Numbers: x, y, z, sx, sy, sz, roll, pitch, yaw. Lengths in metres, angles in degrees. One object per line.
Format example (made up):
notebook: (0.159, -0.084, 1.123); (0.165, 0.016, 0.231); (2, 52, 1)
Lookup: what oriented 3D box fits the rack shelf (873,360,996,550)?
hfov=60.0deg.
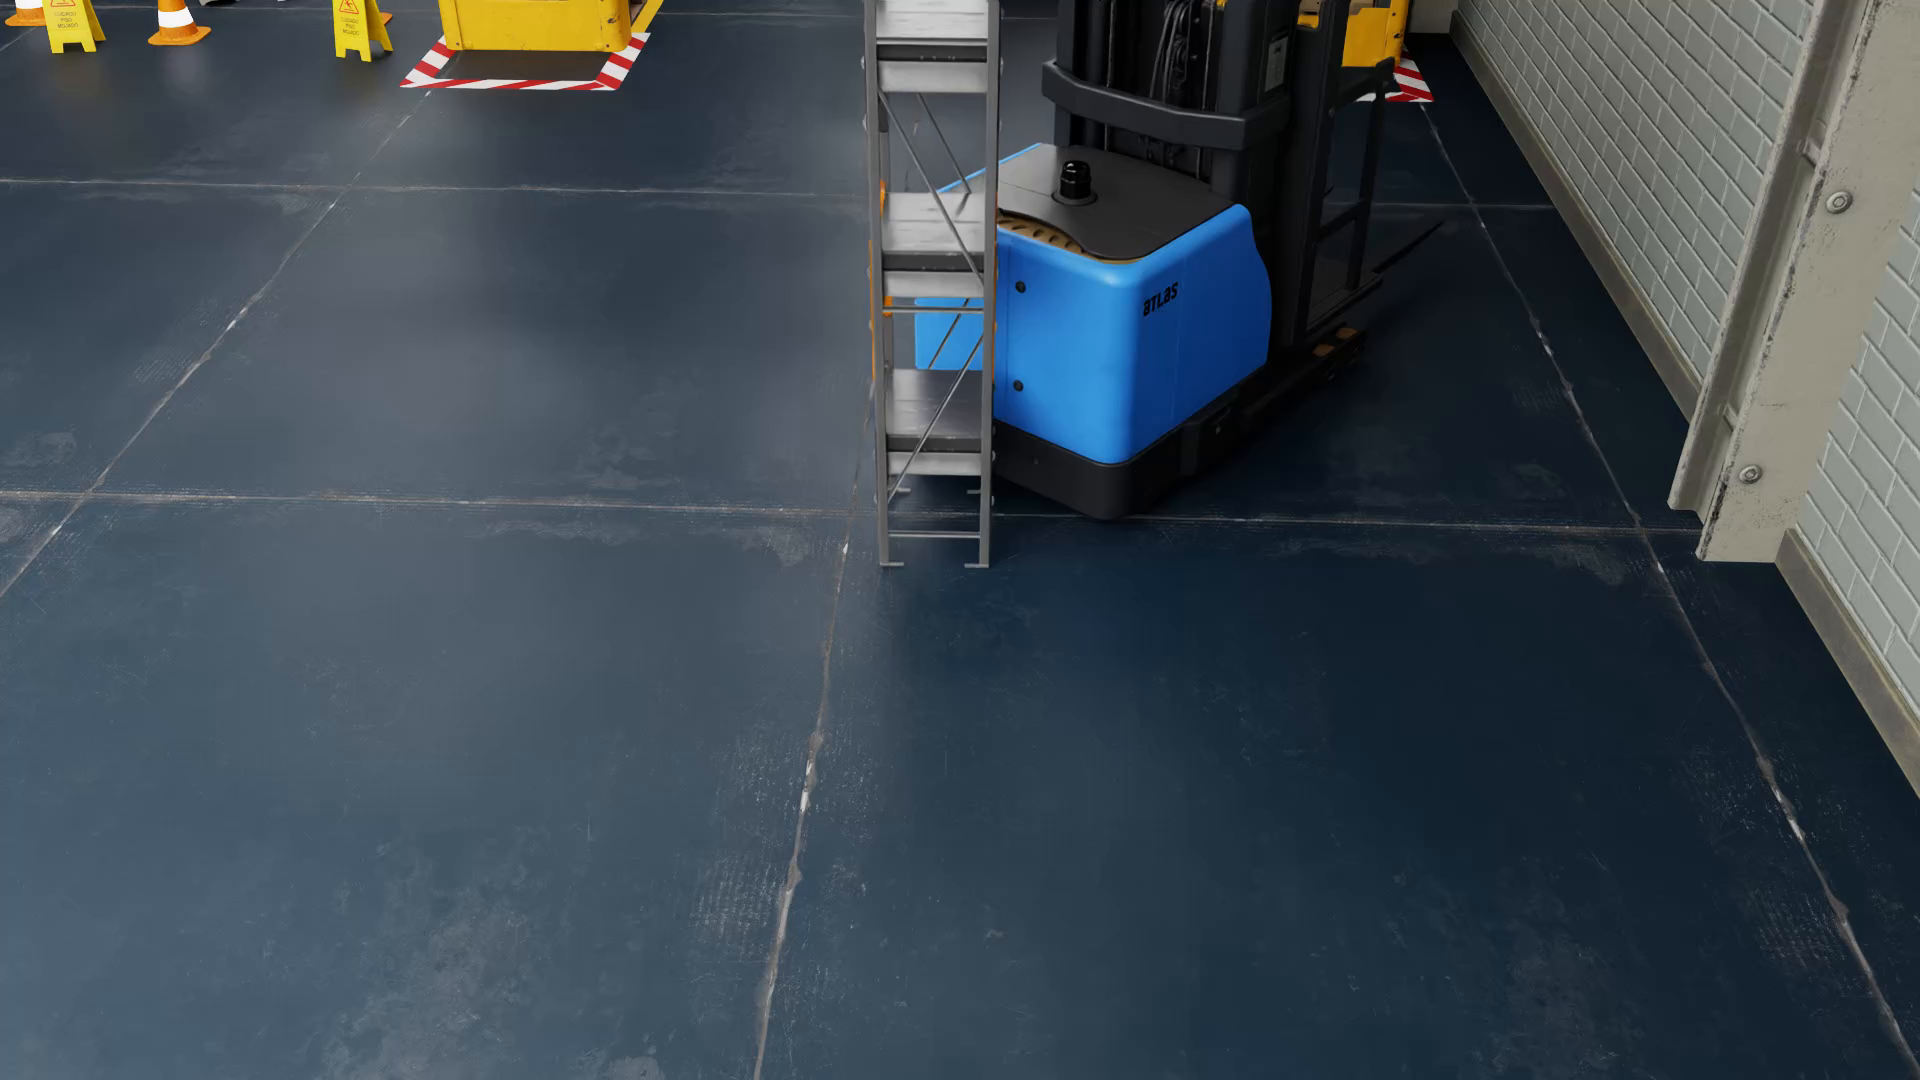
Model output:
rack shelf: (-0.087, -0.318, 6.111); (0.431, 0.518, 0.480); (1, 36, 1)

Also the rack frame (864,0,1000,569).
rack frame: (-0.089, -0.756, 5.498); (0.400, 2.100, 0.015); (1, 36, 1)

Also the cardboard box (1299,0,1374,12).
cardboard box: (2.422, -3.654, 10.867); (0.500, 0.250, 0.500); (1, 35, 2)

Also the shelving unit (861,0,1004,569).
shelving unit: (-0.083, -0.898, 5.696); (0.431, 2.100, 0.503); (1, 36, 1)

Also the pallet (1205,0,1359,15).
pallet: (2.196, -3.629, 11.230); (1.003, 0.211, 1.213); (1, 35, 2)

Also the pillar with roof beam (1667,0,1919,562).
pillar with roof beam: (-1.407, -3.816, 3.853); (9.100, 9.000, 0.400); (1, 35, 2)

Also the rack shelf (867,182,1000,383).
rack shelf: (-0.083, -0.887, 5.704); (0.431, 0.518, 0.480); (1, 36, 1)

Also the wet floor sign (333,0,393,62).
wet floor sign: (-3.830, -3.395, 10.519); (0.267, 0.644, 0.232); (13, 37, 18)

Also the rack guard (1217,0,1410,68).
rack guard: (2.206, -3.293, 10.501); (1.175, 0.500, 0.348); (1, 35, 2)

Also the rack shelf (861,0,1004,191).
rack shelf: (-0.079, -1.457, 5.297); (0.431, 0.518, 0.480); (1, 36, 1)

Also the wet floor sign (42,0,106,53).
wet floor sign: (-5.726, -3.473, 10.630); (0.267, 0.644, 0.232); (-4, 35, -6)

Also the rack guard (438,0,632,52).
rack guard: (-2.750, -3.463, 10.743); (1.175, 0.500, 0.348); (1, 35, 2)

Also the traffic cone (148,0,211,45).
traffic cone: (-5.147, -3.512, 10.844); (0.336, 0.463, 0.334); (1, 35, 2)

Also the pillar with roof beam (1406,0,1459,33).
pillar with roof beam: (-1.166, -7.263, 8.758); (9.100, 9.000, 0.400); (1, 35, 2)

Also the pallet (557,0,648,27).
pallet: (-2.682, -3.811, 11.489); (1.003, 0.211, 1.213); (1, 35, 2)

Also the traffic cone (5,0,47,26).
traffic cone: (-6.263, -3.733, 11.159); (0.336, 0.463, 0.334); (1, 35, 2)

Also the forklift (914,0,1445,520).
forklift: (1.139, -2.051, 6.620); (1.130, 2.935, 3.031); (26, 42, 32)

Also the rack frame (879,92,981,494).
rack frame: (-0.077, -1.040, 5.895); (0.400, 2.100, 0.015); (1, 36, 1)

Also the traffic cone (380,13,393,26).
traffic cone: (-4.025, -3.681, 11.086); (0.336, 0.463, 0.334); (1, 35, 2)

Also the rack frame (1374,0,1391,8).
rack frame: (2.207, -4.330, 9.802); (1.000, 3.000, 0.127); (1, 35, 2)

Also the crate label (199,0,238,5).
crate label: (-5.178, -3.831, 11.582); (0.250, 0.136, 0.298); (-17, 38, -22)
